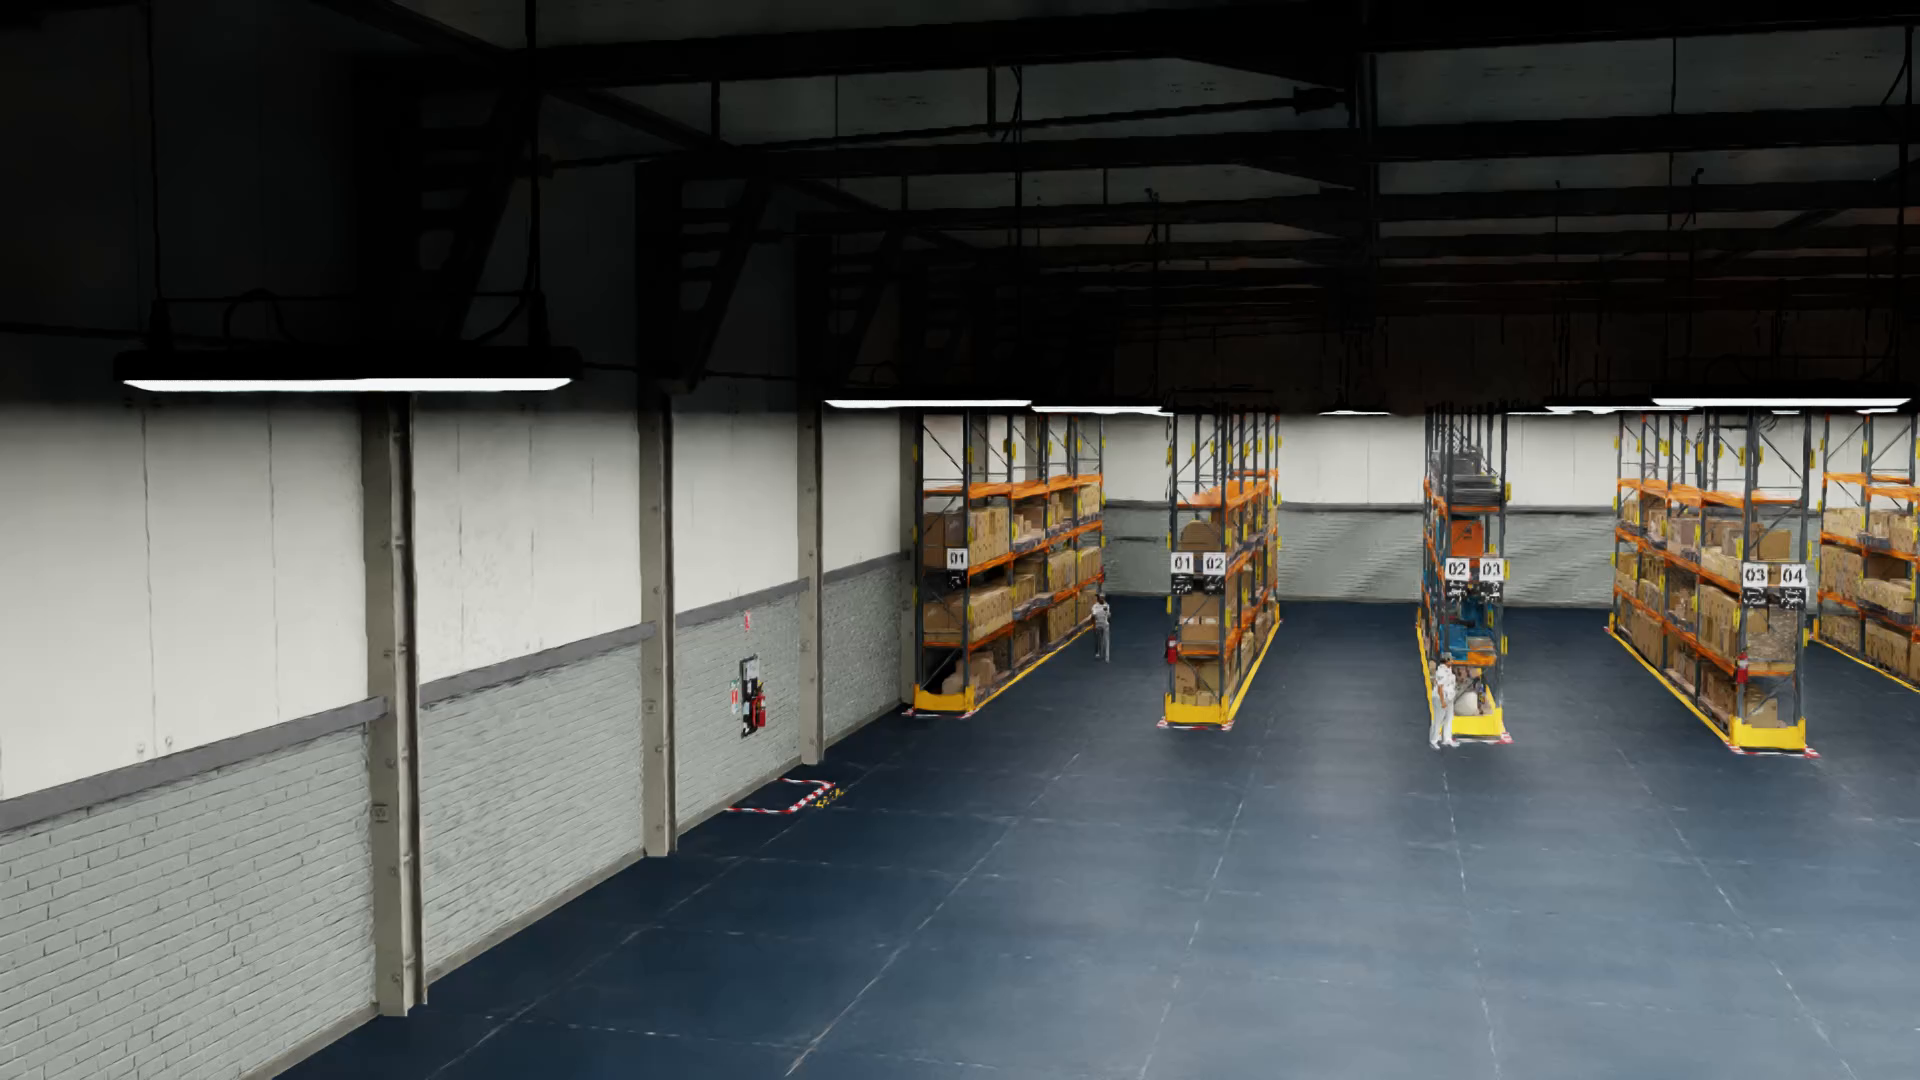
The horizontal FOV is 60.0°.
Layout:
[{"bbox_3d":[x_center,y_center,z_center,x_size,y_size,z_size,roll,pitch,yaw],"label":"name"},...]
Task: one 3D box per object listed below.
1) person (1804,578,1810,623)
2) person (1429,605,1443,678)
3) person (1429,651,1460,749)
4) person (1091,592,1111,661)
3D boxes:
[{"bbox_3d":[23.120,1.532,45.812,0.521,1.609,0.939,3,5,35],"label":"person"},{"bbox_3d":[10.139,2.147,35.015,0.435,1.595,0.495,0,4,2],"label":"person"},{"bbox_3d":[8.377,2.757,28.787,0.421,1.668,0.606,3,5,35],"label":"person"},{"bbox_3d":[3.309,2.013,39.047,0.448,1.623,0.997,0,4,6],"label":"person"}]
